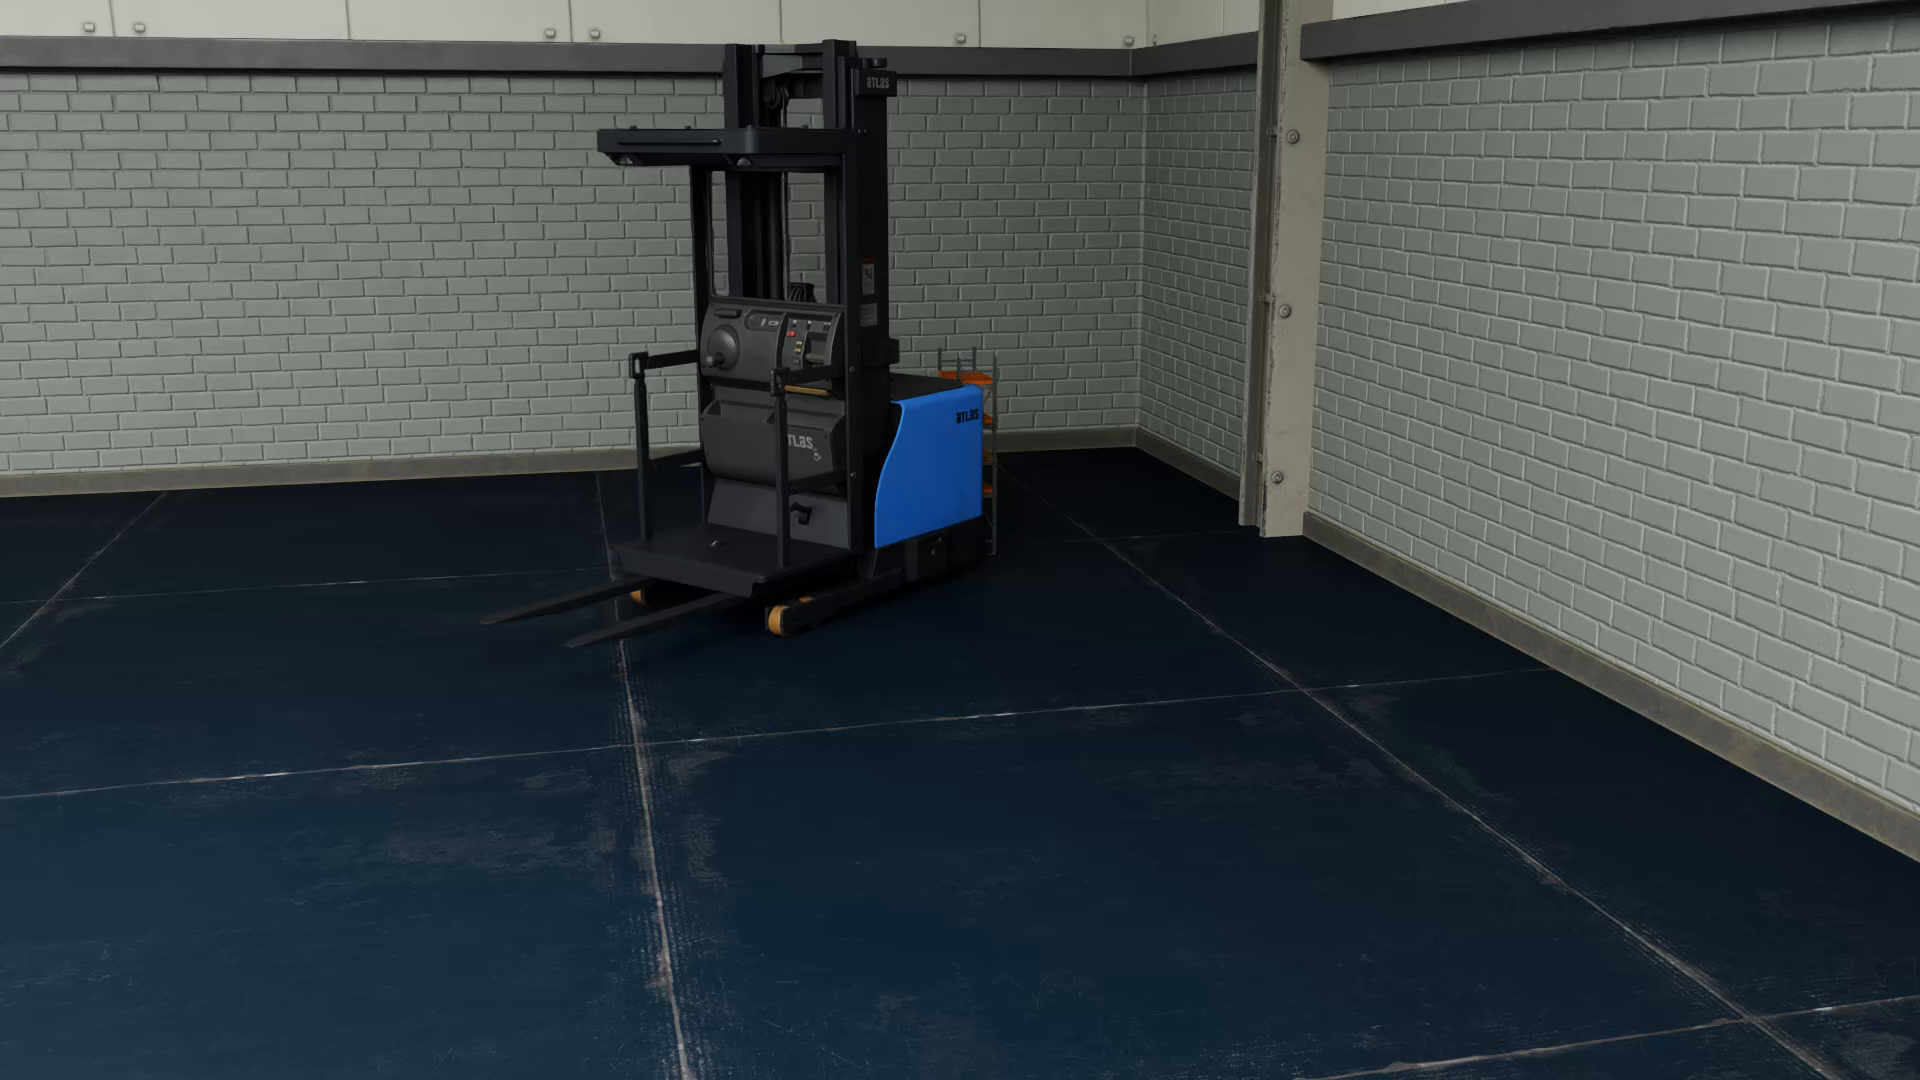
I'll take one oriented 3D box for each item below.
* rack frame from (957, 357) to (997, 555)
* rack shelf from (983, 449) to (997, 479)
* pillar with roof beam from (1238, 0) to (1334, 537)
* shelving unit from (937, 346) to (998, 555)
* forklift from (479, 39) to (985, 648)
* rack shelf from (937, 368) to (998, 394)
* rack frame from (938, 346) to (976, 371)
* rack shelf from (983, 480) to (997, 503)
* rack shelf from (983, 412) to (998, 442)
[{"bbox_3d":[0.100,-0.489,9.901,0.240,1.200,0.015,-3,14,-14],"label":"rack frame"},{"bbox_3d":[0.041,-0.480,10.147,0.258,0.148,0.480,-3,14,-14],"label":"rack shelf"},{"bbox_3d":[-2.171,-4.202,8.668,9.100,9.000,0.400,-3,14,-13],"label":"pillar with roof beam"},{"bbox_3d":[0.041,-0.546,10.131,0.258,1.200,0.503,-3,14,-14],"label":"shelving unit"},{"bbox_3d":[-1.127,-1.062,8.596,1.130,2.935,3.031,10,17,35],"label":"forklift"},{"bbox_3d":[0.040,-0.927,10.038,0.258,0.148,0.480,-3,14,-14],"label":"rack shelf"},{"bbox_3d":[-0.019,-0.602,10.361,0.240,1.200,0.015,-3,14,-14],"label":"rack frame"},{"bbox_3d":[0.041,-0.287,10.194,0.258,0.148,0.480,-3,14,-14],"label":"rack shelf"},{"bbox_3d":[0.040,-0.698,10.094,0.258,0.148,0.480,-3,14,-14],"label":"rack shelf"}]
